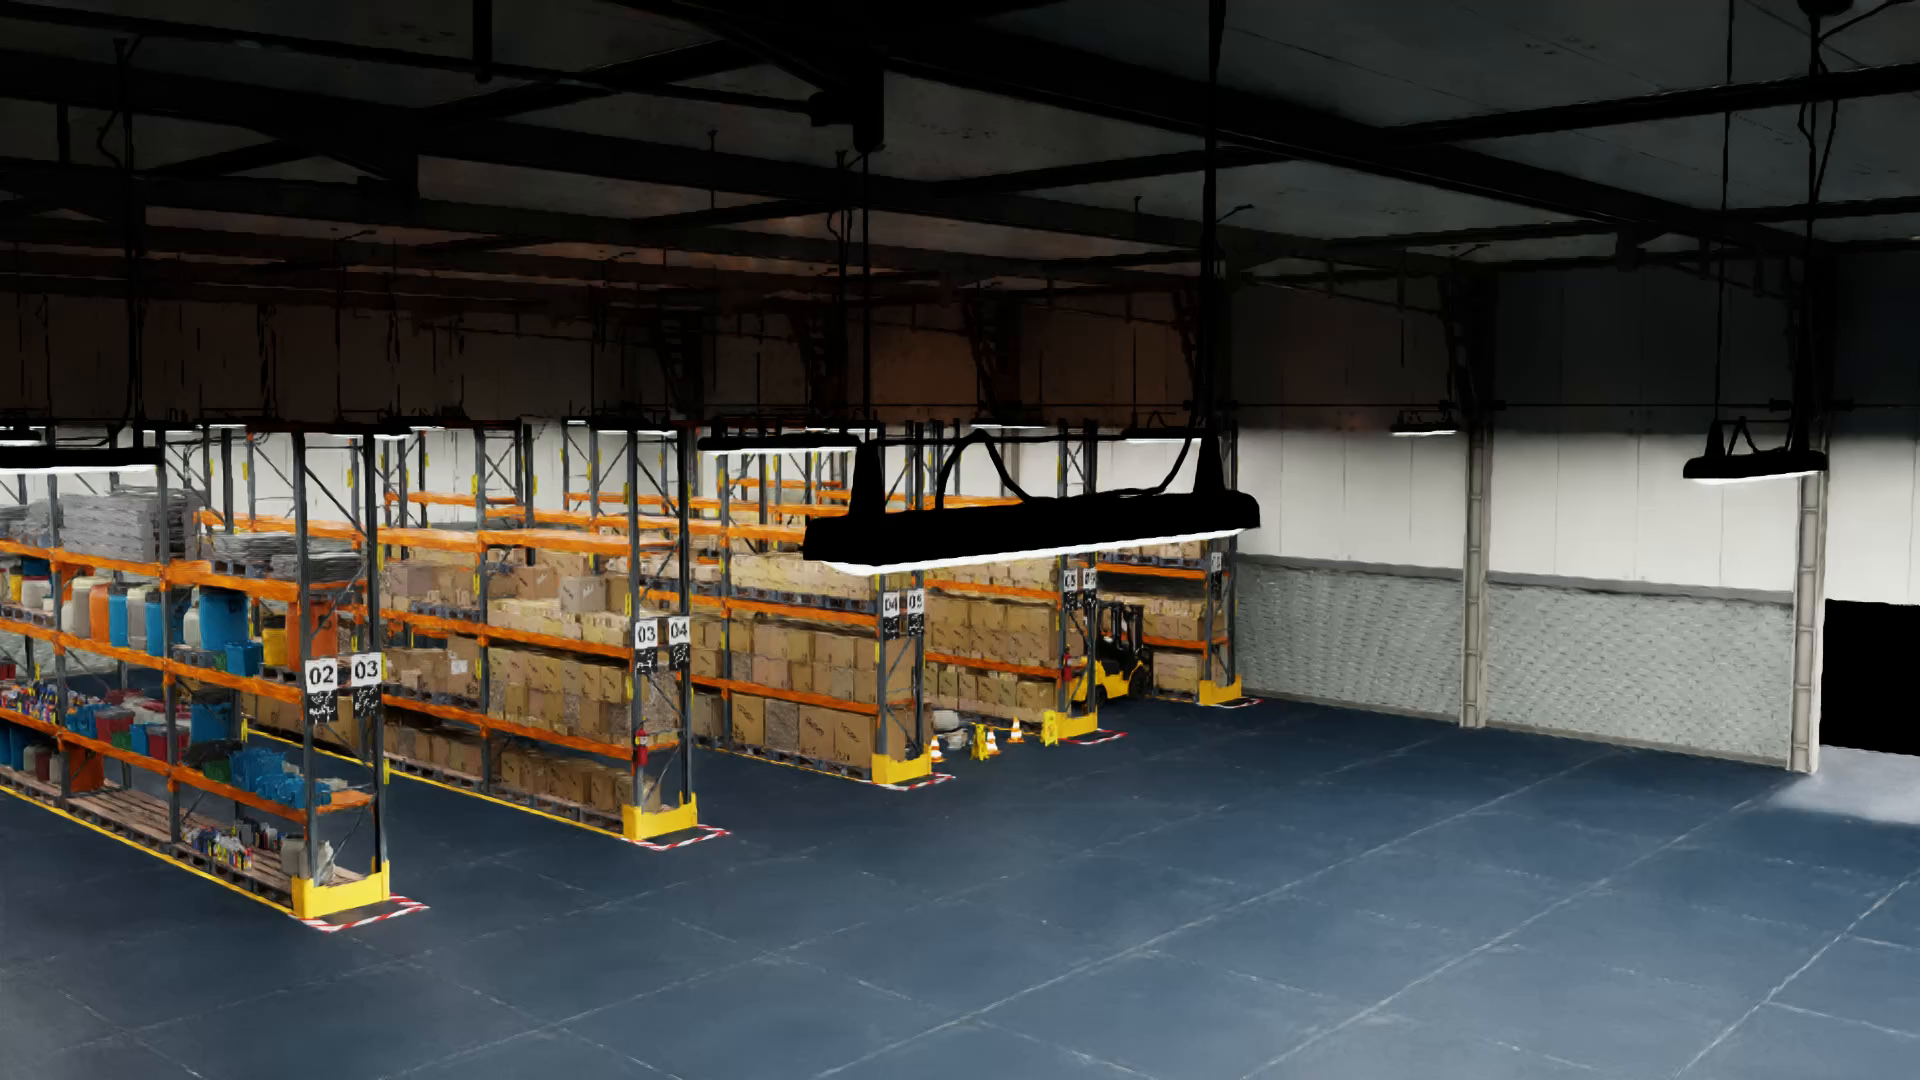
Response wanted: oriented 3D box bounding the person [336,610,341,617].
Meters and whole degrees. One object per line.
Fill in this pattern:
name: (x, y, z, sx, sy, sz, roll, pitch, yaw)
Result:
person: (-15.768, 2.089, 41.489, 0.602, 1.730, 0.984, -2, 5, -28)
